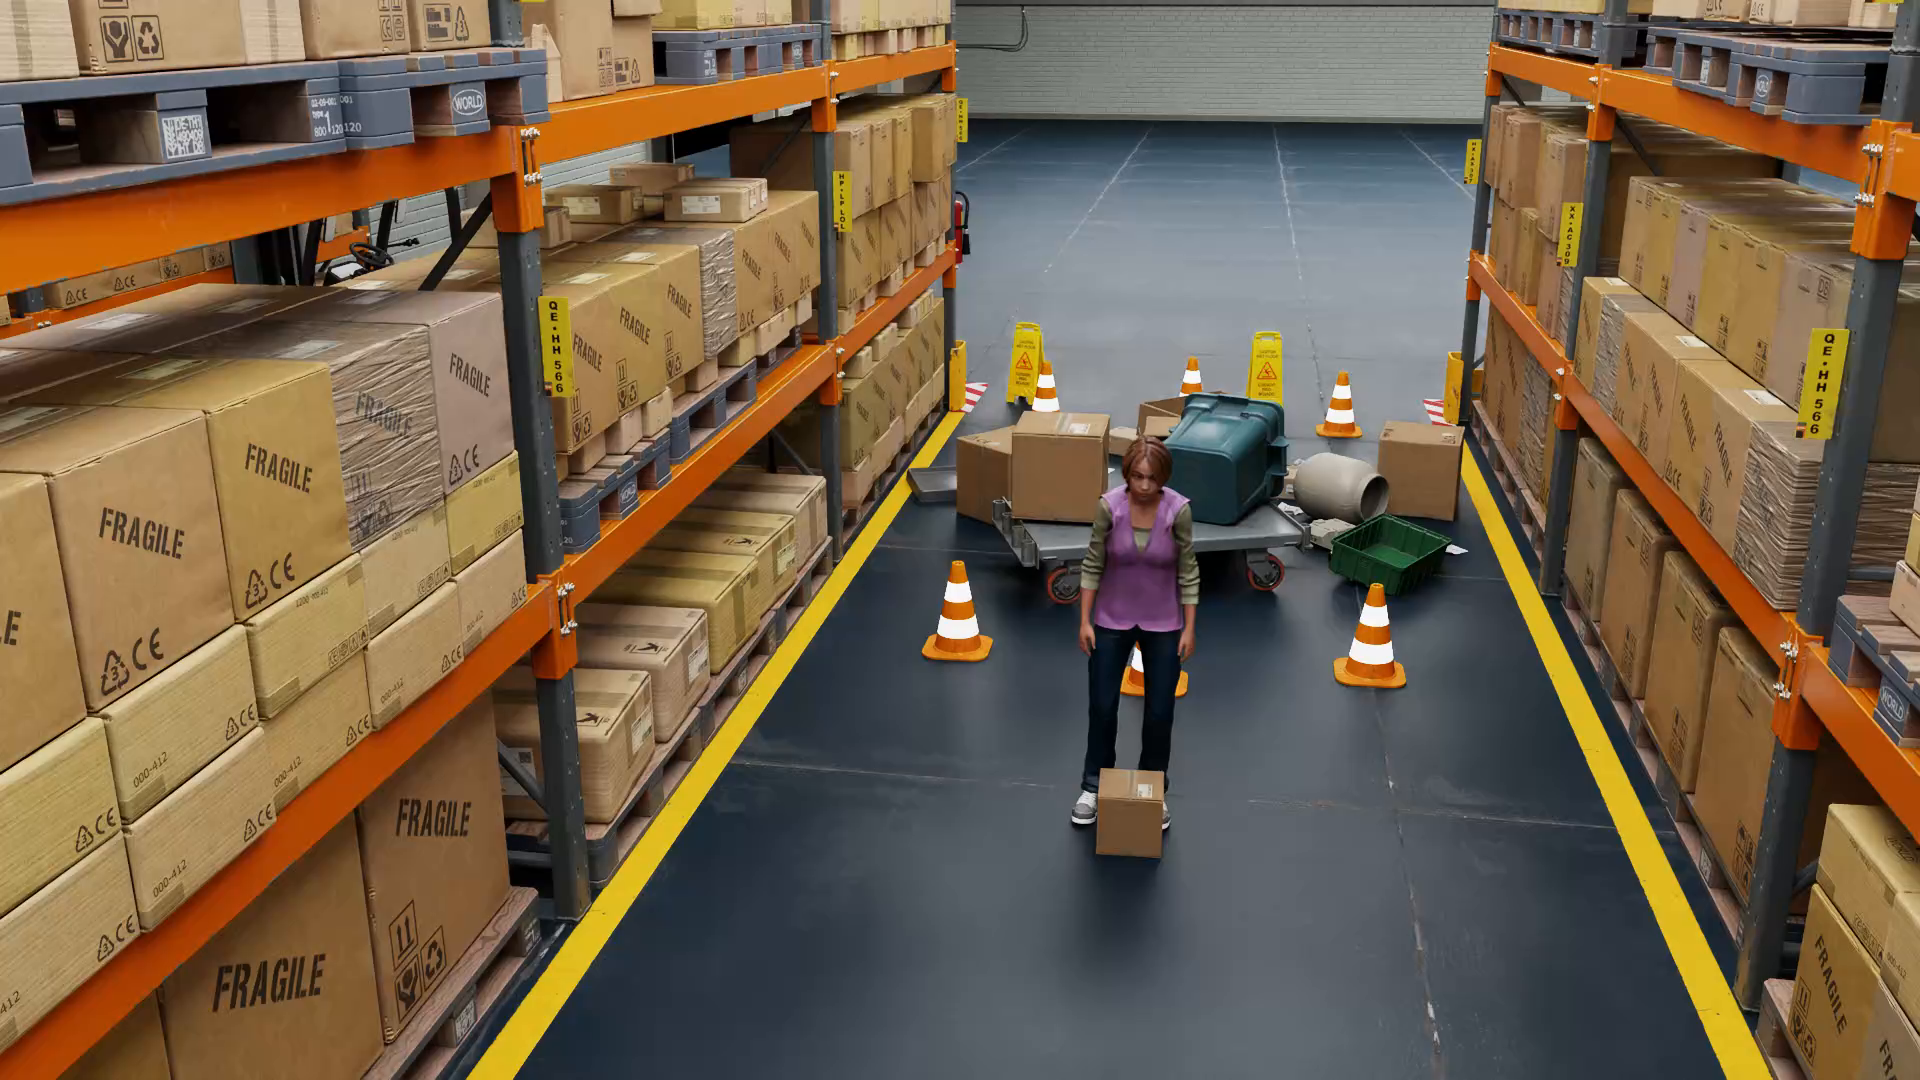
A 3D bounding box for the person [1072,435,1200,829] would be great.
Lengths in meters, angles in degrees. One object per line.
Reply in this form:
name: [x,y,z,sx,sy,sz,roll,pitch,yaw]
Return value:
person: [0.692,0.354,6.495,0.468,1.593,0.350,3,18,8]
